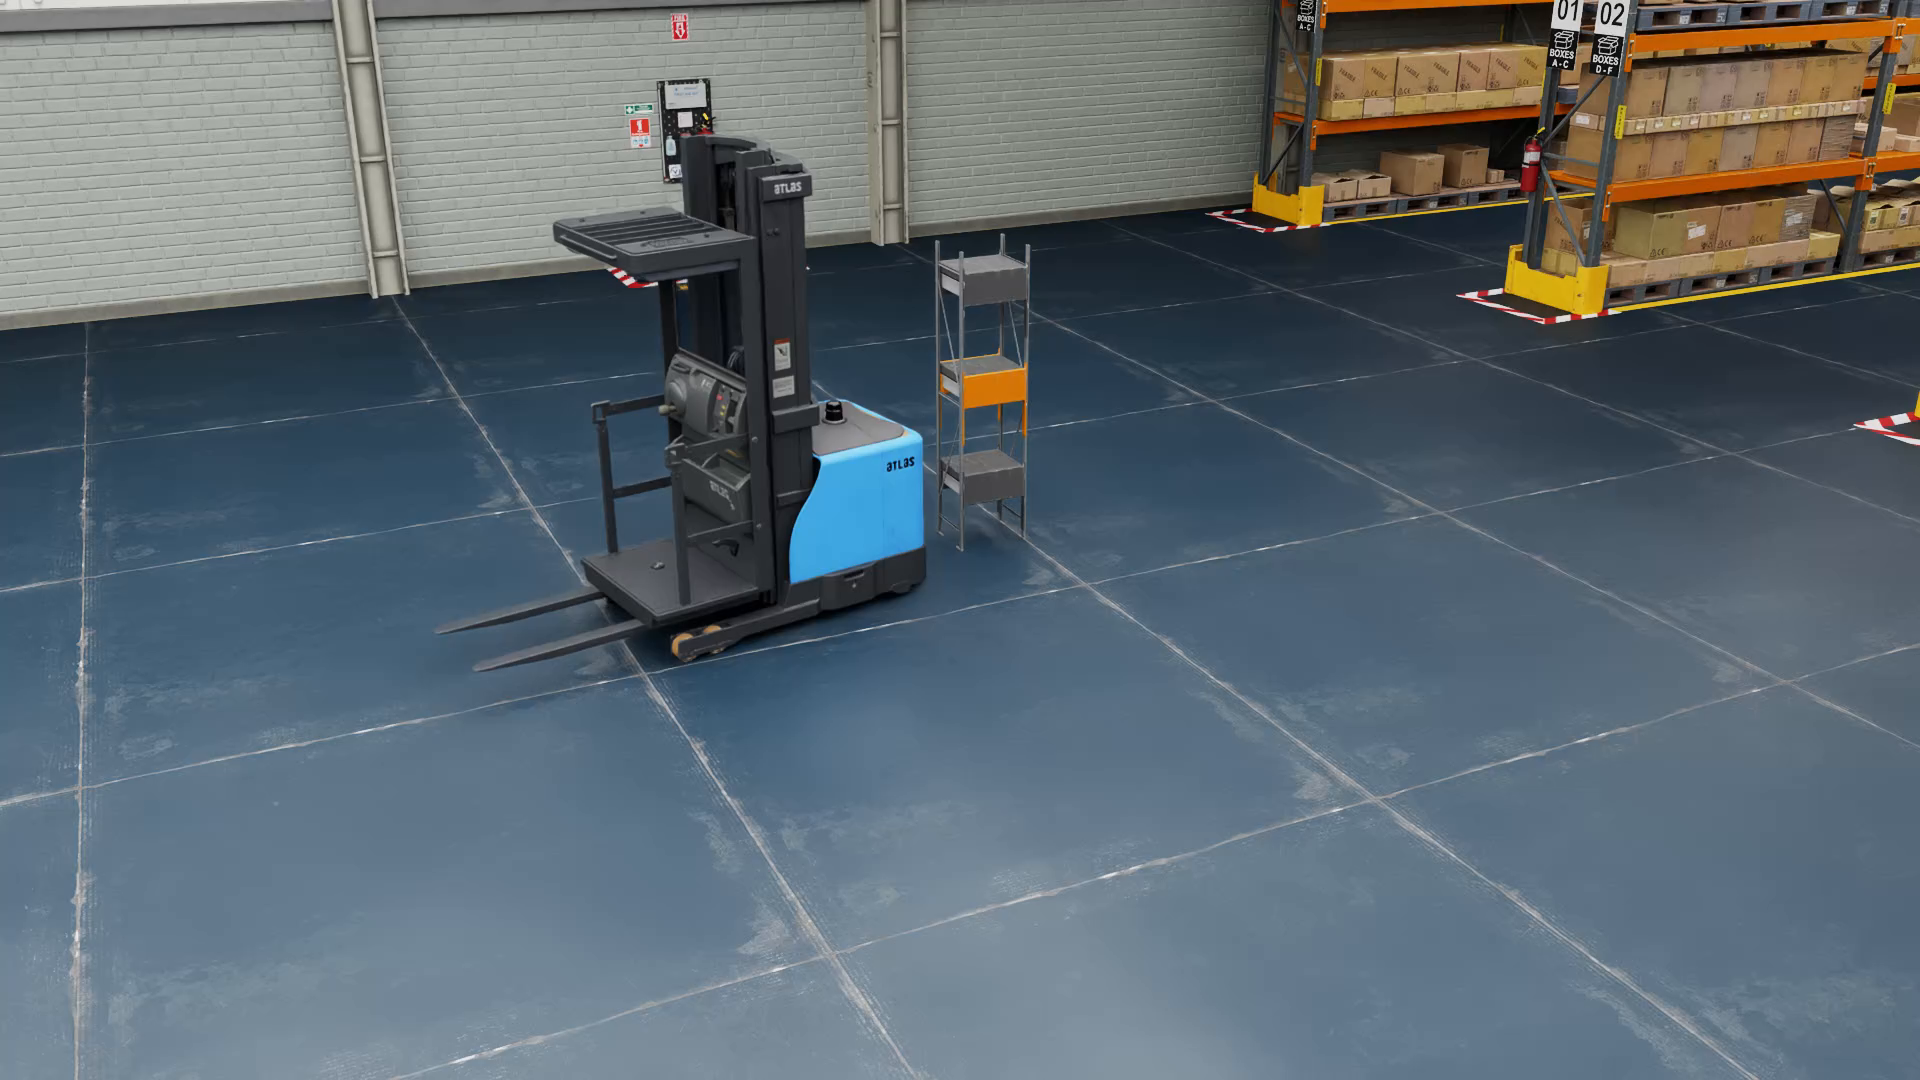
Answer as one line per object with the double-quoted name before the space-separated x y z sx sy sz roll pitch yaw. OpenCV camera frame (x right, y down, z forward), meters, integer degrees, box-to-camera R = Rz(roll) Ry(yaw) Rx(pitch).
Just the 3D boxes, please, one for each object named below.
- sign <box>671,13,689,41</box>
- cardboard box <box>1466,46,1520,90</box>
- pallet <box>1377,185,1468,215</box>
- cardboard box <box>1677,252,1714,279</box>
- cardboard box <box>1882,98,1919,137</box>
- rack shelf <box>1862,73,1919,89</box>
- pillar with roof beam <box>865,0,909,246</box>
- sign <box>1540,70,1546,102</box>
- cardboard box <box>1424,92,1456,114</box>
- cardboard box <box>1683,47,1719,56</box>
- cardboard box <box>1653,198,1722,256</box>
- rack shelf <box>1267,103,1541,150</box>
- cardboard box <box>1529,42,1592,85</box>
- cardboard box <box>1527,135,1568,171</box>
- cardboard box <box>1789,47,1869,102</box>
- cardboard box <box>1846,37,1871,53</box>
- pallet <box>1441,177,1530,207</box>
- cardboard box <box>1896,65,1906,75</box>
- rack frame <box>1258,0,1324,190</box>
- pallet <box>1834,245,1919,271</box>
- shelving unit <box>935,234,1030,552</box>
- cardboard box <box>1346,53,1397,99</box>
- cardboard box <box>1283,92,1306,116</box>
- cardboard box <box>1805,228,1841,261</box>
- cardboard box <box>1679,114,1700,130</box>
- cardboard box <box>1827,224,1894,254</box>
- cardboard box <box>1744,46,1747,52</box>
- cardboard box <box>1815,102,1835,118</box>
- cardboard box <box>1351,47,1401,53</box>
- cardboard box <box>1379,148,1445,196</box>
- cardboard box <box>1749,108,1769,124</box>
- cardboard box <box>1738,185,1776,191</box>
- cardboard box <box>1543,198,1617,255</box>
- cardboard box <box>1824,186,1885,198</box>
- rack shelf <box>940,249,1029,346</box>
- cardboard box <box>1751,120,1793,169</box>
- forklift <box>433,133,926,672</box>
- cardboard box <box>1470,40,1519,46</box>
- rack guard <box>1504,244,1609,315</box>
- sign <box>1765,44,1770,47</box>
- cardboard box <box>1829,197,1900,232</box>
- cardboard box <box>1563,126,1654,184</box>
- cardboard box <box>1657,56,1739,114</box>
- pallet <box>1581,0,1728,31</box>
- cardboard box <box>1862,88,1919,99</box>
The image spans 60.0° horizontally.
"sign" -3.169 -5.806 18.823 0.199 0.298 0.001 -10 25 -24
"cardboard box" 7.140 -6.360 22.381 0.500 0.500 0.500 -11 25 -24
"pallet" 6.189 -4.727 22.894 1.213 0.211 1.003 -10 25 -24
"cardboard box" 7.906 -3.076 18.304 0.500 0.250 0.500 -10 25 -24
"cardboard box" 11.205 -4.892 19.515 0.500 0.500 0.500 -9 24 -20
"rack shelf" 13.286 -7.006 25.693 4.000 0.370 1.077 -10 25 -24
"pillar with roof beam" 0.991 -6.387 15.413 0.400 9.000 9.100 -10 25 -24
"sign" 6.204 -4.807 17.616 0.005 0.325 0.100 -10 25 -24
"cardboard box" 6.232 -5.847 22.124 0.500 0.250 0.500 -10 25 -23
"cardboard box" 10.573 -7.072 24.208 0.500 0.500 0.700 -13 26 -29
"cardboard box" 7.901 -3.426 18.171 0.500 0.500 0.500 -10 25 -24
"rack shelf" 6.077 -5.679 22.487 4.000 0.370 1.077 -10 25 -24
"cardboard box" 8.353 -6.665 23.224 0.500 0.500 0.700 -10 25 -23
"cardboard box" 8.535 -5.519 23.854 0.500 0.500 0.700 -10 24 -22
"cardboard box" 9.634 -5.206 18.578 0.500 0.500 0.700 -10 25 -23
"cardboard box" 13.422 -7.446 25.271 0.500 0.500 0.500 -10 24 -22
"pallet" 7.289 -4.931 23.386 1.213 0.211 1.003 -10 25 -24
"cardboard box" 14.436 -7.332 25.843 0.250 0.149 0.380 -10 24 -22
"rack frame" 4.275 -5.679 21.548 0.127 3.000 1.000 -10 25 -24
"pallet" 10.678 -3.484 19.890 1.213 0.211 1.003 -10 25 -24
"shelving unit" 0.149 -0.998 11.415 0.503 2.100 0.431 -10 25 -24
"cardboard box" 5.285 -6.020 21.561 0.500 0.500 0.500 -10 25 -23
"cardboard box" 4.612 -5.764 21.922 0.500 0.250 0.500 -10 25 -23
"cardboard box" 9.708 -3.408 19.106 0.500 0.250 0.500 -10 25 -24
"cardboard box" 7.564 -4.436 17.567 0.250 0.149 0.380 -11 25 -24
"cardboard box" 10.502 -3.541 19.430 0.500 0.250 0.500 -11 25 -25
"cardboard box" 11.795 -7.368 25.083 0.500 0.500 0.500 -10 25 -23
"cardboard box" 9.420 -4.779 18.394 0.250 0.149 0.380 -11 25 -25
"cardboard box" 5.529 -6.285 22.200 0.500 0.500 0.500 -11 25 -25
"cardboard box" 6.134 -5.010 22.625 0.500 0.500 0.700 -12 25 -27
"cardboard box" 8.496 -4.608 17.982 0.250 0.149 0.380 -10 24 -22
"cardboard box" 9.030 -3.852 19.199 0.500 0.500 0.500 -10 25 -24
"cardboard box" 6.781 -3.434 18.190 0.500 0.500 0.500 -10 25 -24
"cardboard box" 10.738 -4.073 19.982 0.500 0.311 0.500 -10 24 -22
"rack shelf" 0.149 -1.632 11.152 0.480 0.518 0.431 -10 25 -24
"cardboard box" 8.708 -4.435 18.412 0.500 0.500 0.700 -10 25 -23
"forklift" -1.711 -0.853 9.978 3.031 2.935 1.130 -16 27 -33
"cardboard box" 7.365 -6.623 23.018 0.500 0.500 0.500 -11 25 -25
"rack guard" 6.405 -2.814 17.894 0.348 0.500 1.175 -10 25 -24
"sign" 11.727 -7.319 24.100 0.005 0.325 0.100 -10 25 -24
"cardboard box" 10.512 -3.802 19.325 0.500 0.311 0.500 -10 25 -23
"cardboard box" 6.853 -4.092 17.583 0.500 0.500 0.700 -10 25 -24
"cardboard box" 7.826 -4.873 17.774 0.500 0.500 0.700 -10 25 -23
"pallet" 7.075 -5.426 17.131 1.213 0.211 1.003 -10 25 -24
"cardboard box" 14.558 -6.718 26.319 0.750 0.750 0.750 -10 25 -23
